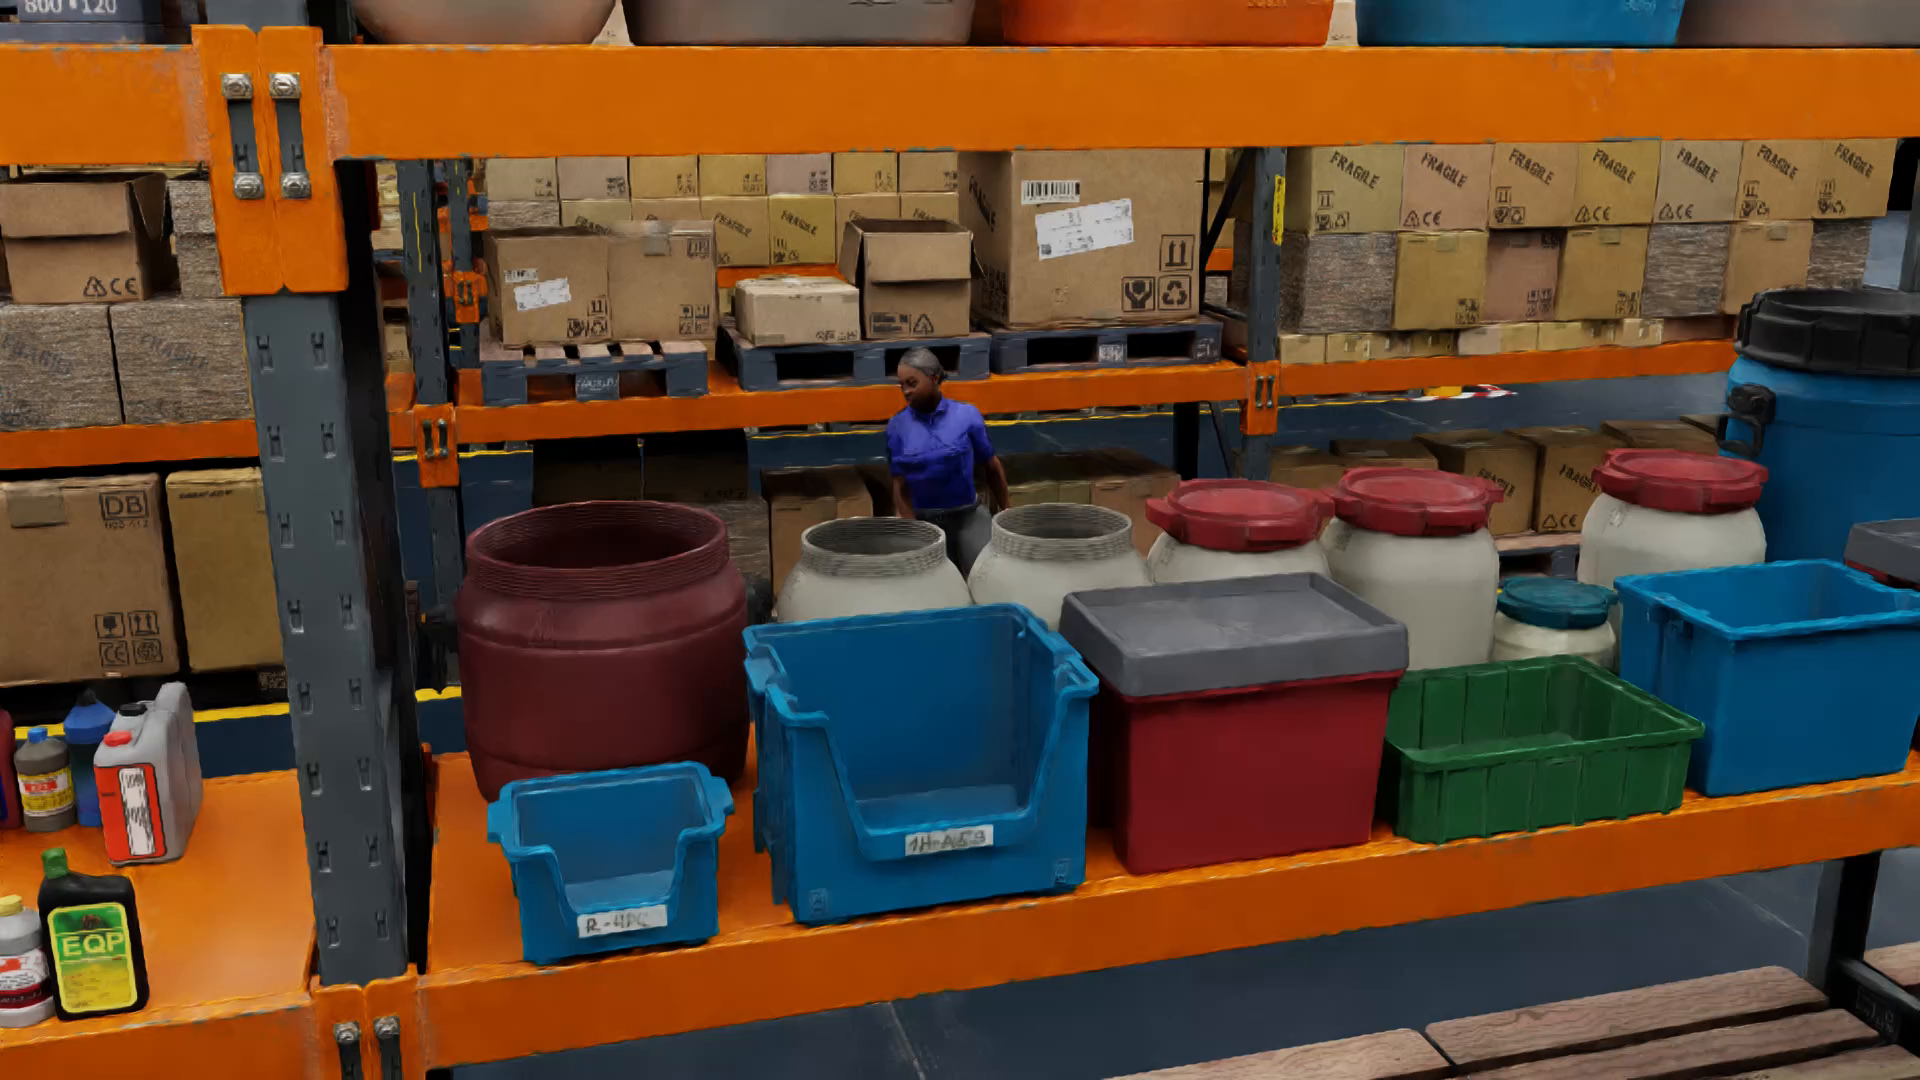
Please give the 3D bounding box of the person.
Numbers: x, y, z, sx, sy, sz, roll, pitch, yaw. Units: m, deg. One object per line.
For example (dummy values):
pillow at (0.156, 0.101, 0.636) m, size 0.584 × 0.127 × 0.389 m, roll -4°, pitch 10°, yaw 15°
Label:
person at (-0.024, -0.050, 7.115) m, size 0.589 × 1.559 × 0.427 m, roll 1°, pitch 16°, yaw 5°
